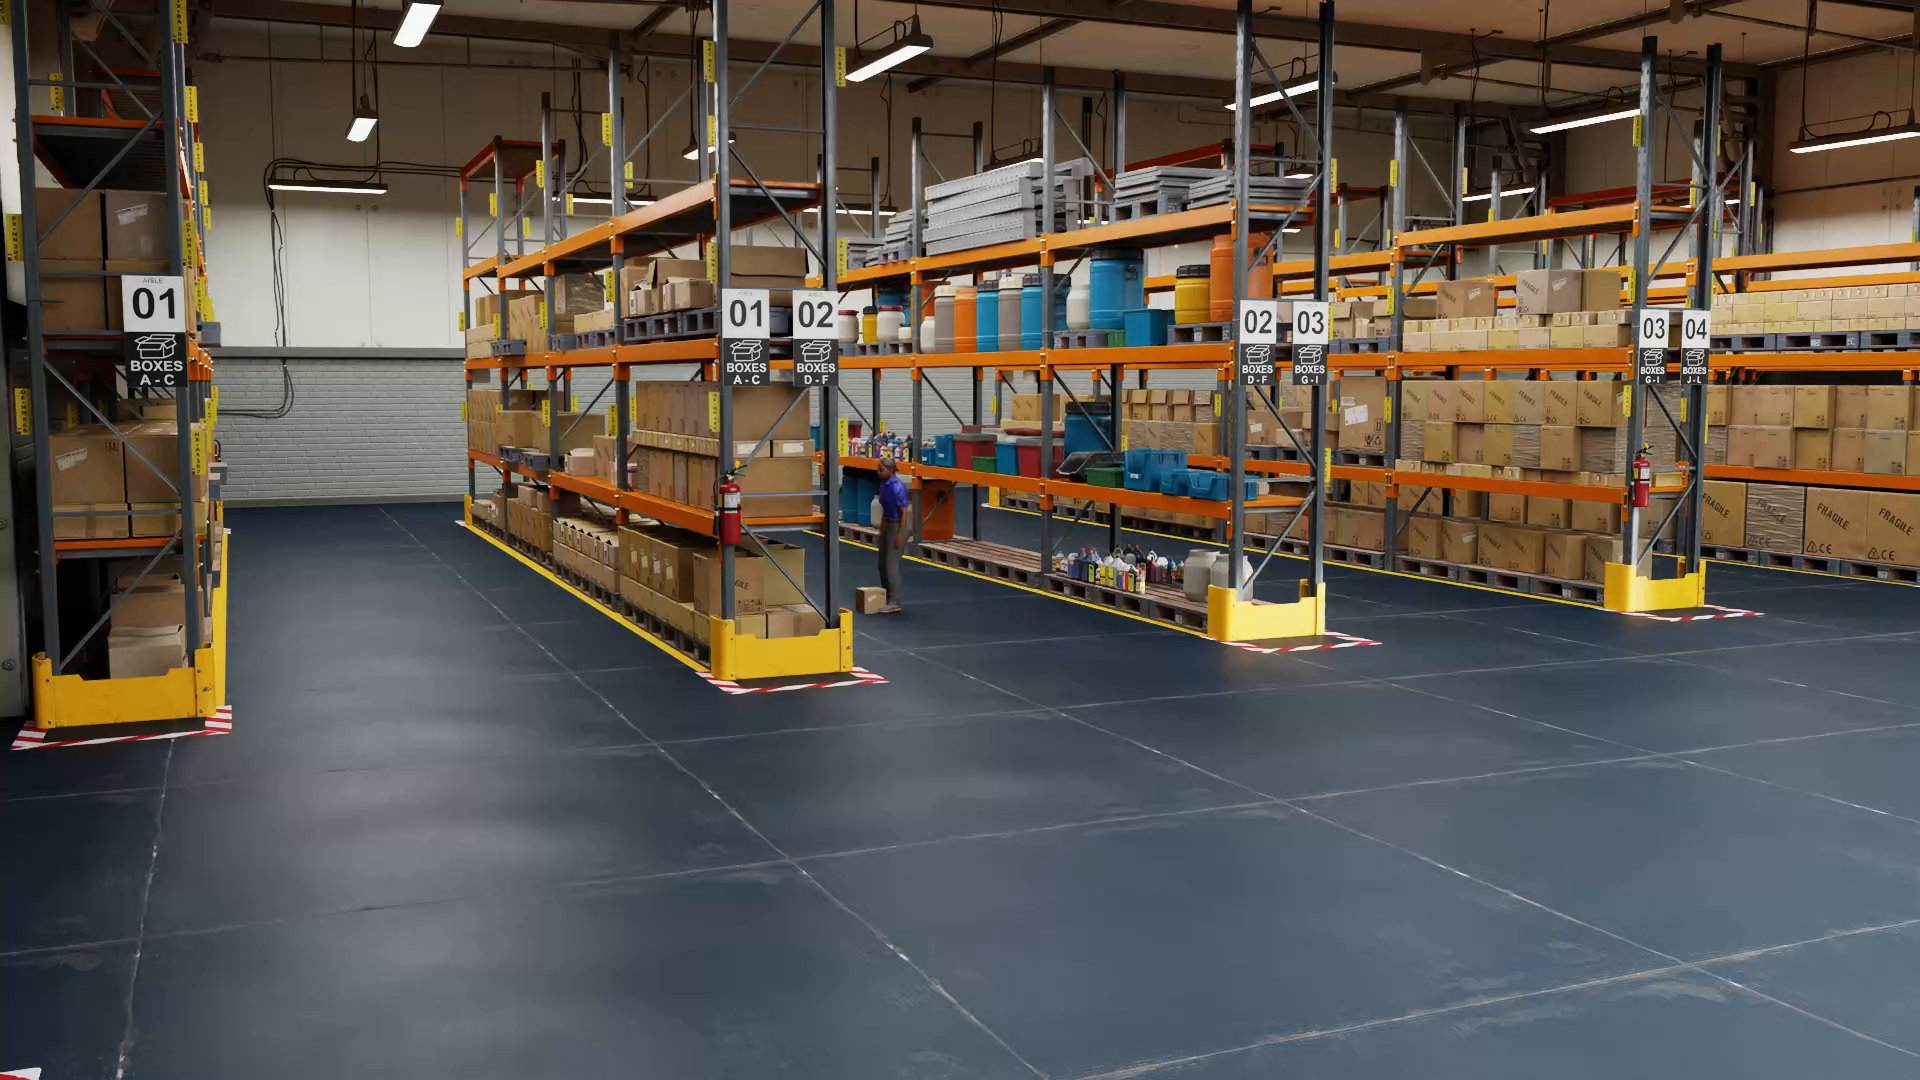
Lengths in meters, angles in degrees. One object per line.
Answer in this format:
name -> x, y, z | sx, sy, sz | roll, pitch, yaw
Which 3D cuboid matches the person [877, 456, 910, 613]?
person -> -0.758, -0.065, 17.705 | 0.400, 1.655, 0.532 | -3, 6, -27
